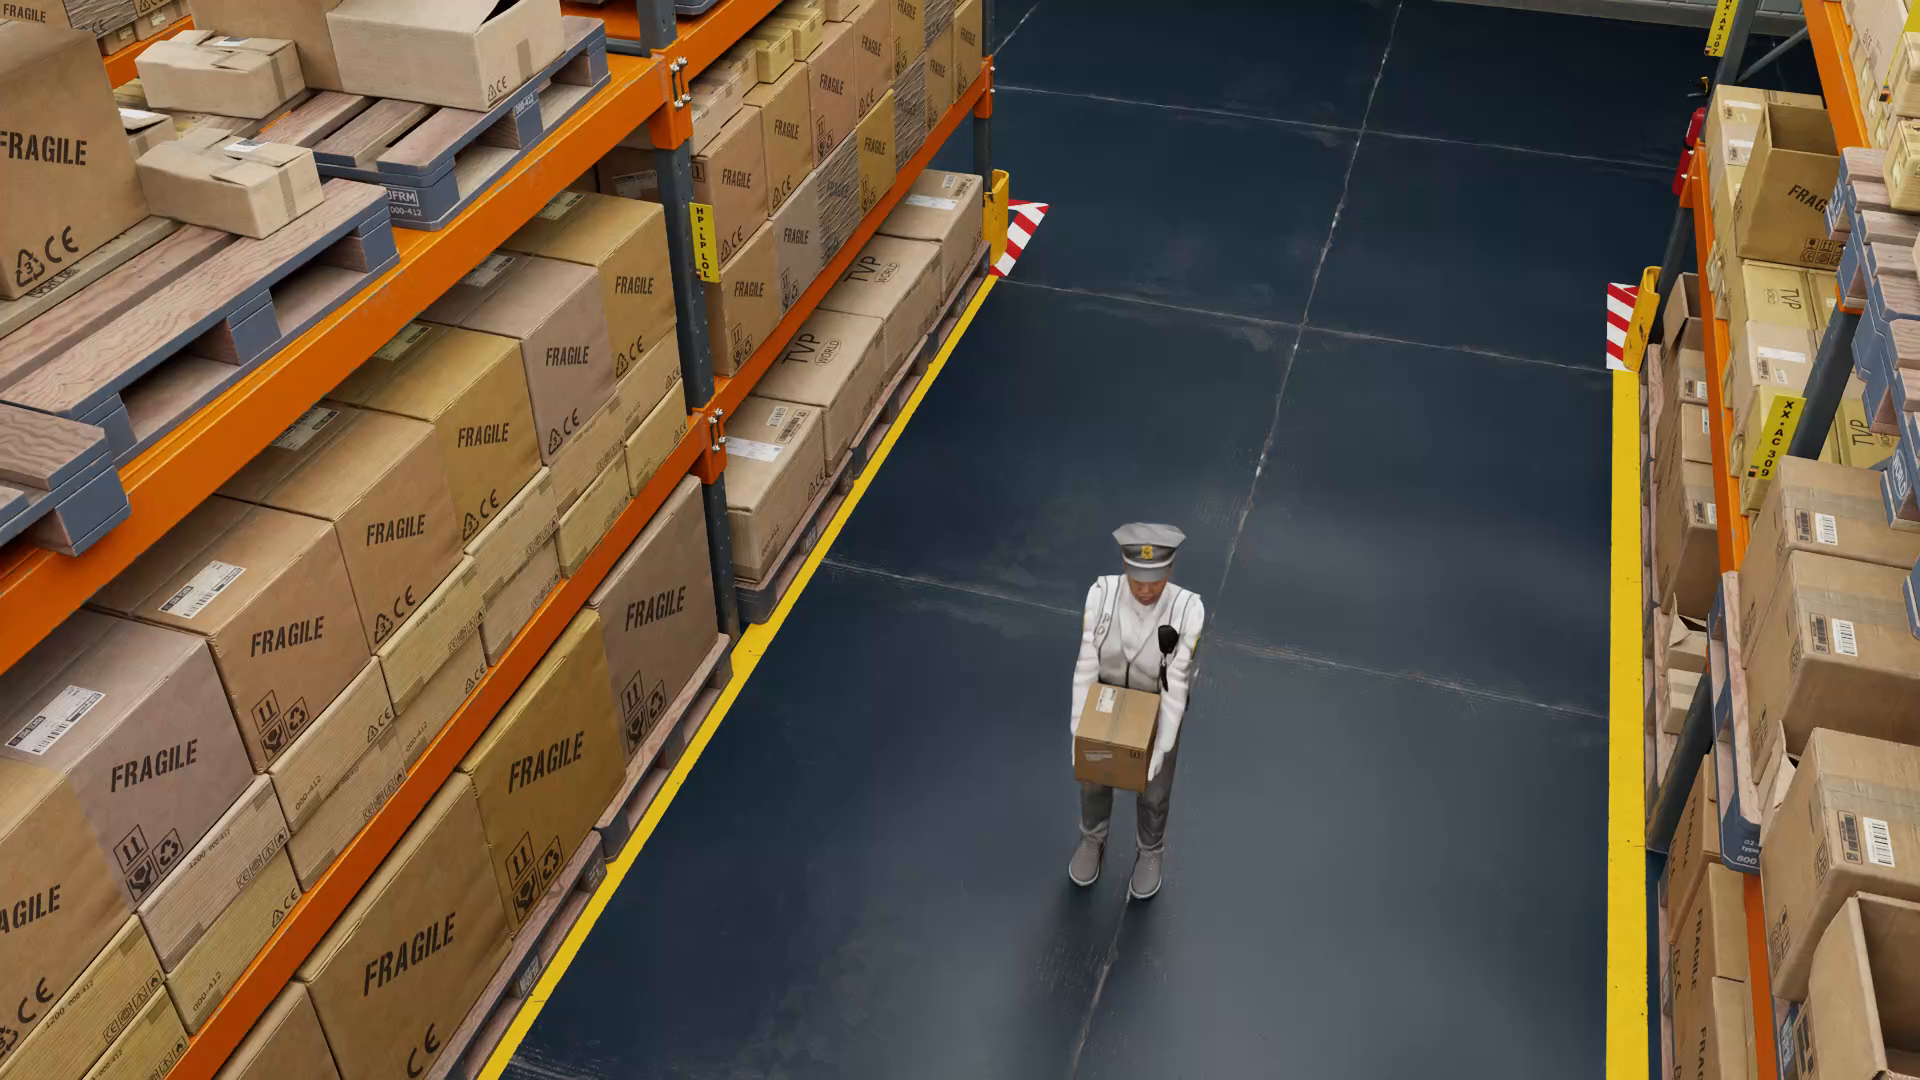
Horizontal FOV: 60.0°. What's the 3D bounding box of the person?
[{"bbox_3d":[0.649,0.625,6.066,0.537,1.663,0.378,10,38,13],"label":"person"}]
